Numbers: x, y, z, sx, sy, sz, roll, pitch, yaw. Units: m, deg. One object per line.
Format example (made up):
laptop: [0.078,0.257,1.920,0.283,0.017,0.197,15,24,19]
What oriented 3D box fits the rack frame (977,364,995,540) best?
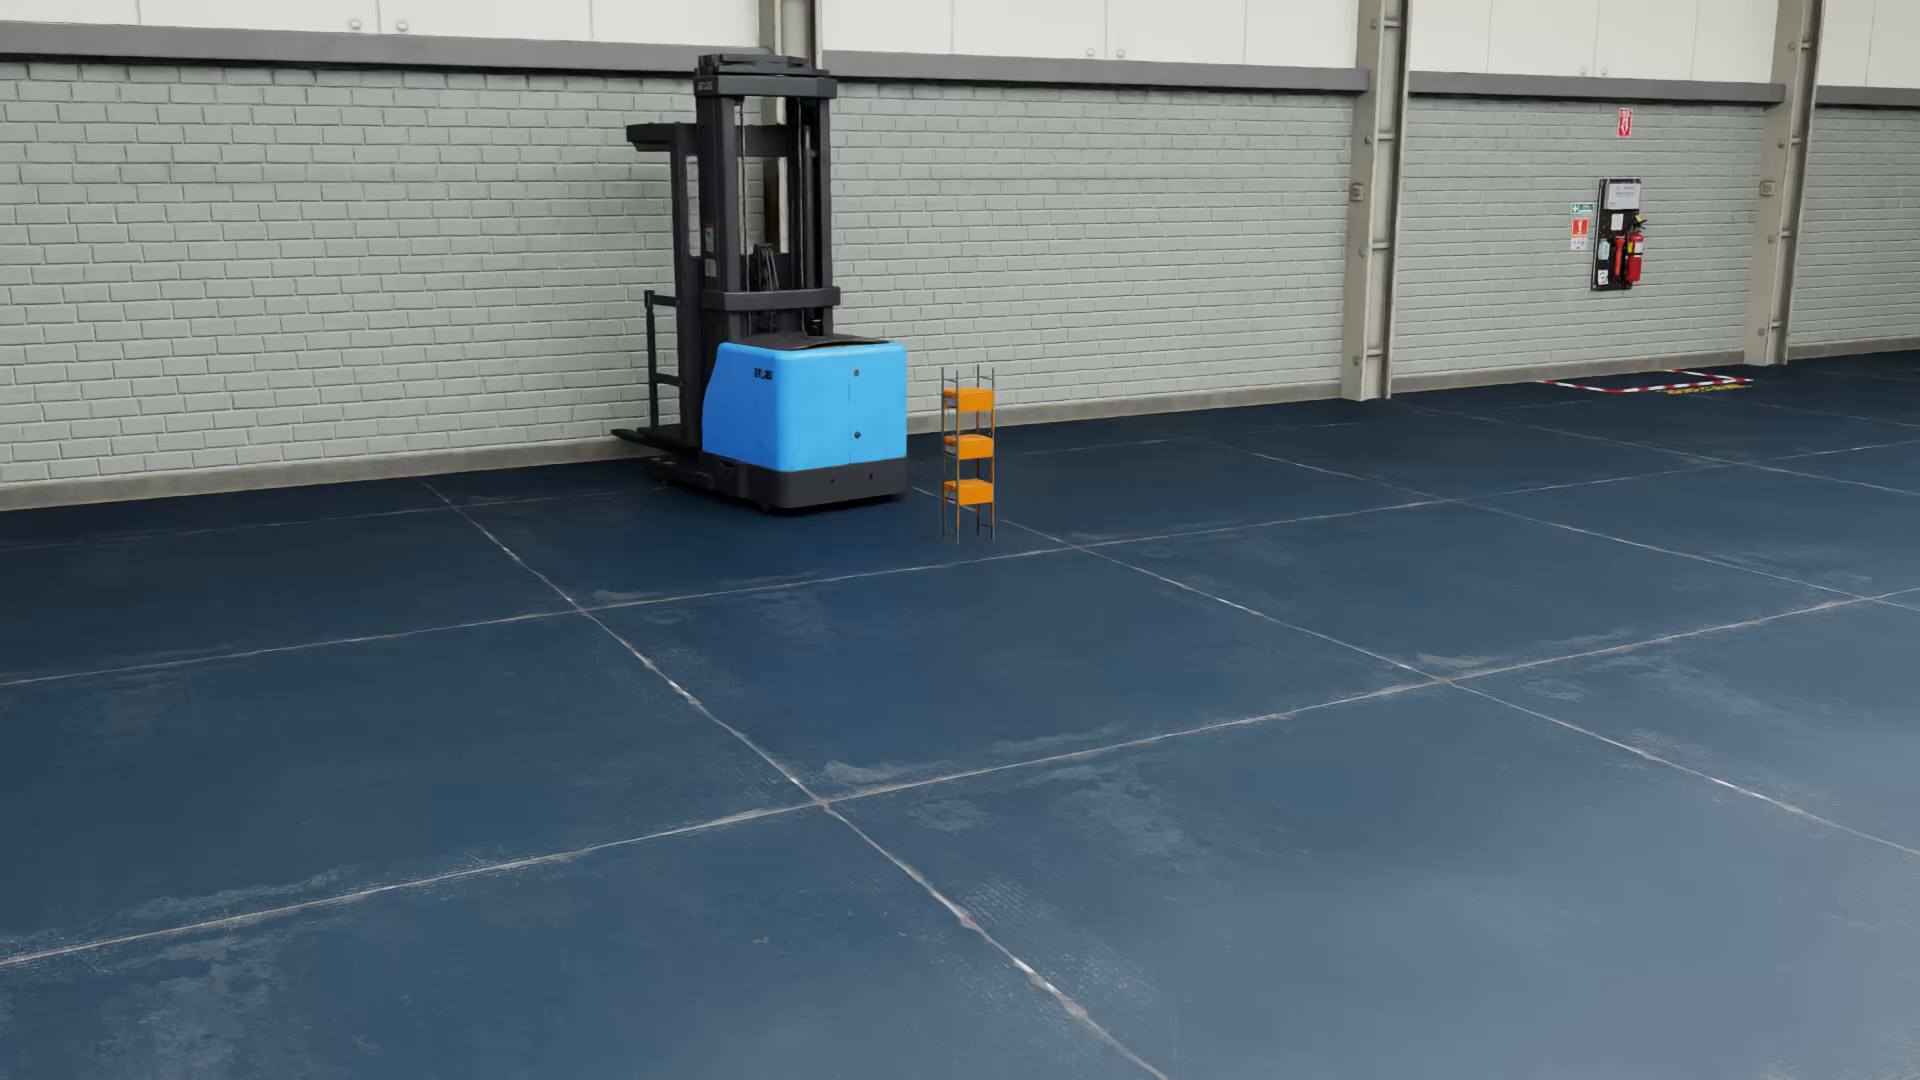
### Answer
rack frame: [0.154,-0.531,10.076,0.008,1.050,0.200,-7,14,-28]

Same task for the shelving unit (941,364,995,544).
shelving unit: [0.047,-0.518,10.019,0.252,1.050,0.215,-7,14,-28]

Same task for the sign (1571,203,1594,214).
sign: [6.518,-3.471,17.410,0.331,0.109,0.001,-7,14,-28]

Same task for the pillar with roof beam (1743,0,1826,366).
pillar with roof beam: [11.295,-5.584,14.425,0.400,9.000,9.100,-7,14,-28]

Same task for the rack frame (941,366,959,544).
rack frame: [-0.060,-0.505,9.962,0.008,1.050,0.200,-7,14,-28]

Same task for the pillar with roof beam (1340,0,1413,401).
pillar with roof beam: [6.028,-4.953,11.620,0.400,9.000,9.100,-7,14,-28]

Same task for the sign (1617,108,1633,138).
sign: [6.990,-4.383,17.475,0.199,0.298,0.001,-7,14,-28]

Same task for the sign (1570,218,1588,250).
sign: [6.510,-3.213,17.474,0.234,0.329,0.001,-7,14,-28]

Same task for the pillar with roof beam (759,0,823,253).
pillar with roof beam: [0.762,-4.321,8.816,0.400,9.000,9.100,-7,14,-28]

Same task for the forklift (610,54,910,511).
forklift: [-1.641,-1.886,11.814,1.130,2.935,3.031,-10,16,-37]

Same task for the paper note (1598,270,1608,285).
paper note: [6.856,-2.799,17.721,0.142,0.148,0.016,-7,14,-28]

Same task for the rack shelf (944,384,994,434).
rack shelf: [0.047,-0.784,9.959,0.240,0.259,0.215,-7,14,-28]

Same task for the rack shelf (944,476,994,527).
rack shelf: [0.047,-0.236,10.082,0.240,0.259,0.215,-7,14,-28]

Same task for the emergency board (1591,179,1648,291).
emergency board: [7.044,-3.234,17.648,0.643,1.169,0.194,-7,14,-28]

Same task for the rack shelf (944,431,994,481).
rack shelf: [0.047,-0.507,10.021,0.240,0.259,0.215,-7,14,-28]
